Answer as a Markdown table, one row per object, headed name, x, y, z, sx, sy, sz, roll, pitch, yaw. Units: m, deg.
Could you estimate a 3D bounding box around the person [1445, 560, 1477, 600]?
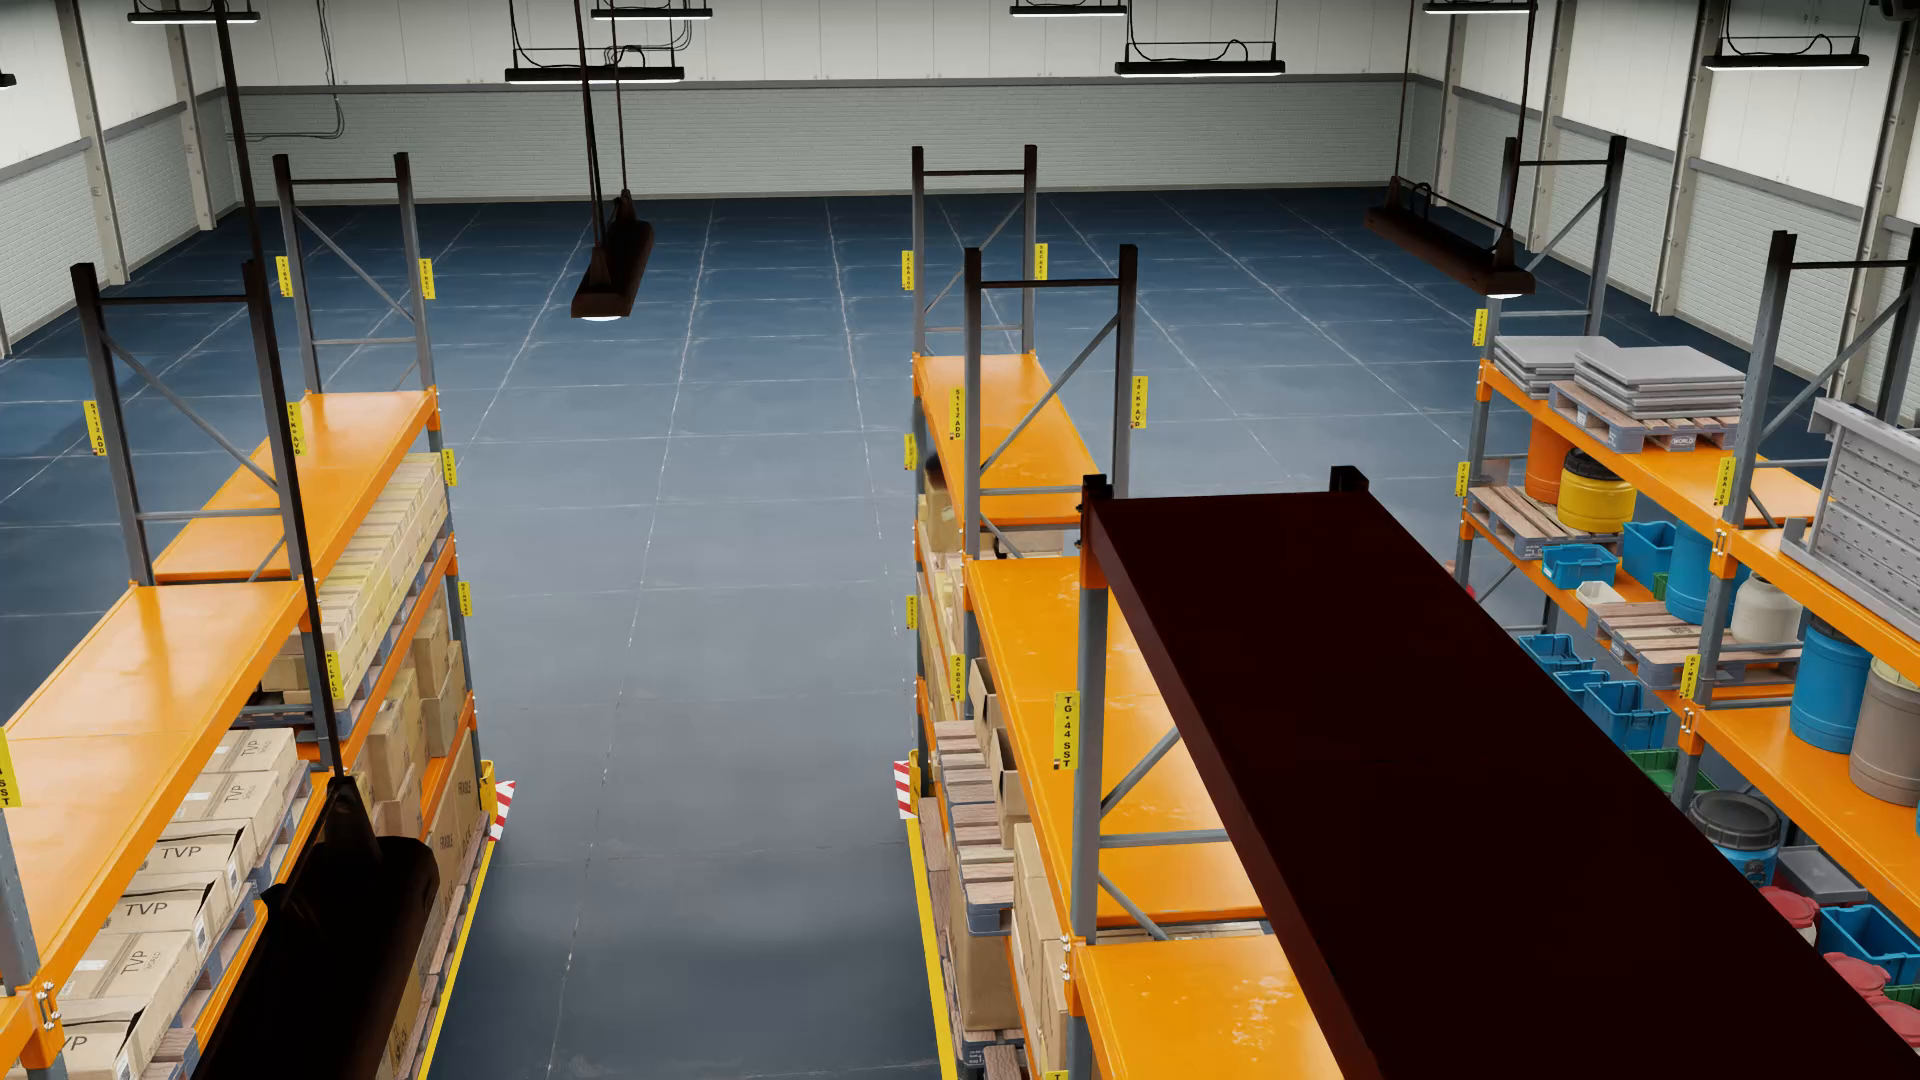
| name | x | y | z | sx | sy | sz | roll | pitch | yaw |
| --- | --- | --- | --- | --- | --- | --- | --- | --- | --- |
| person | 4.892 | 1.026 | 16.732 | 0.590 | 1.748 | 0.412 | 1 | 22 | 3 |
